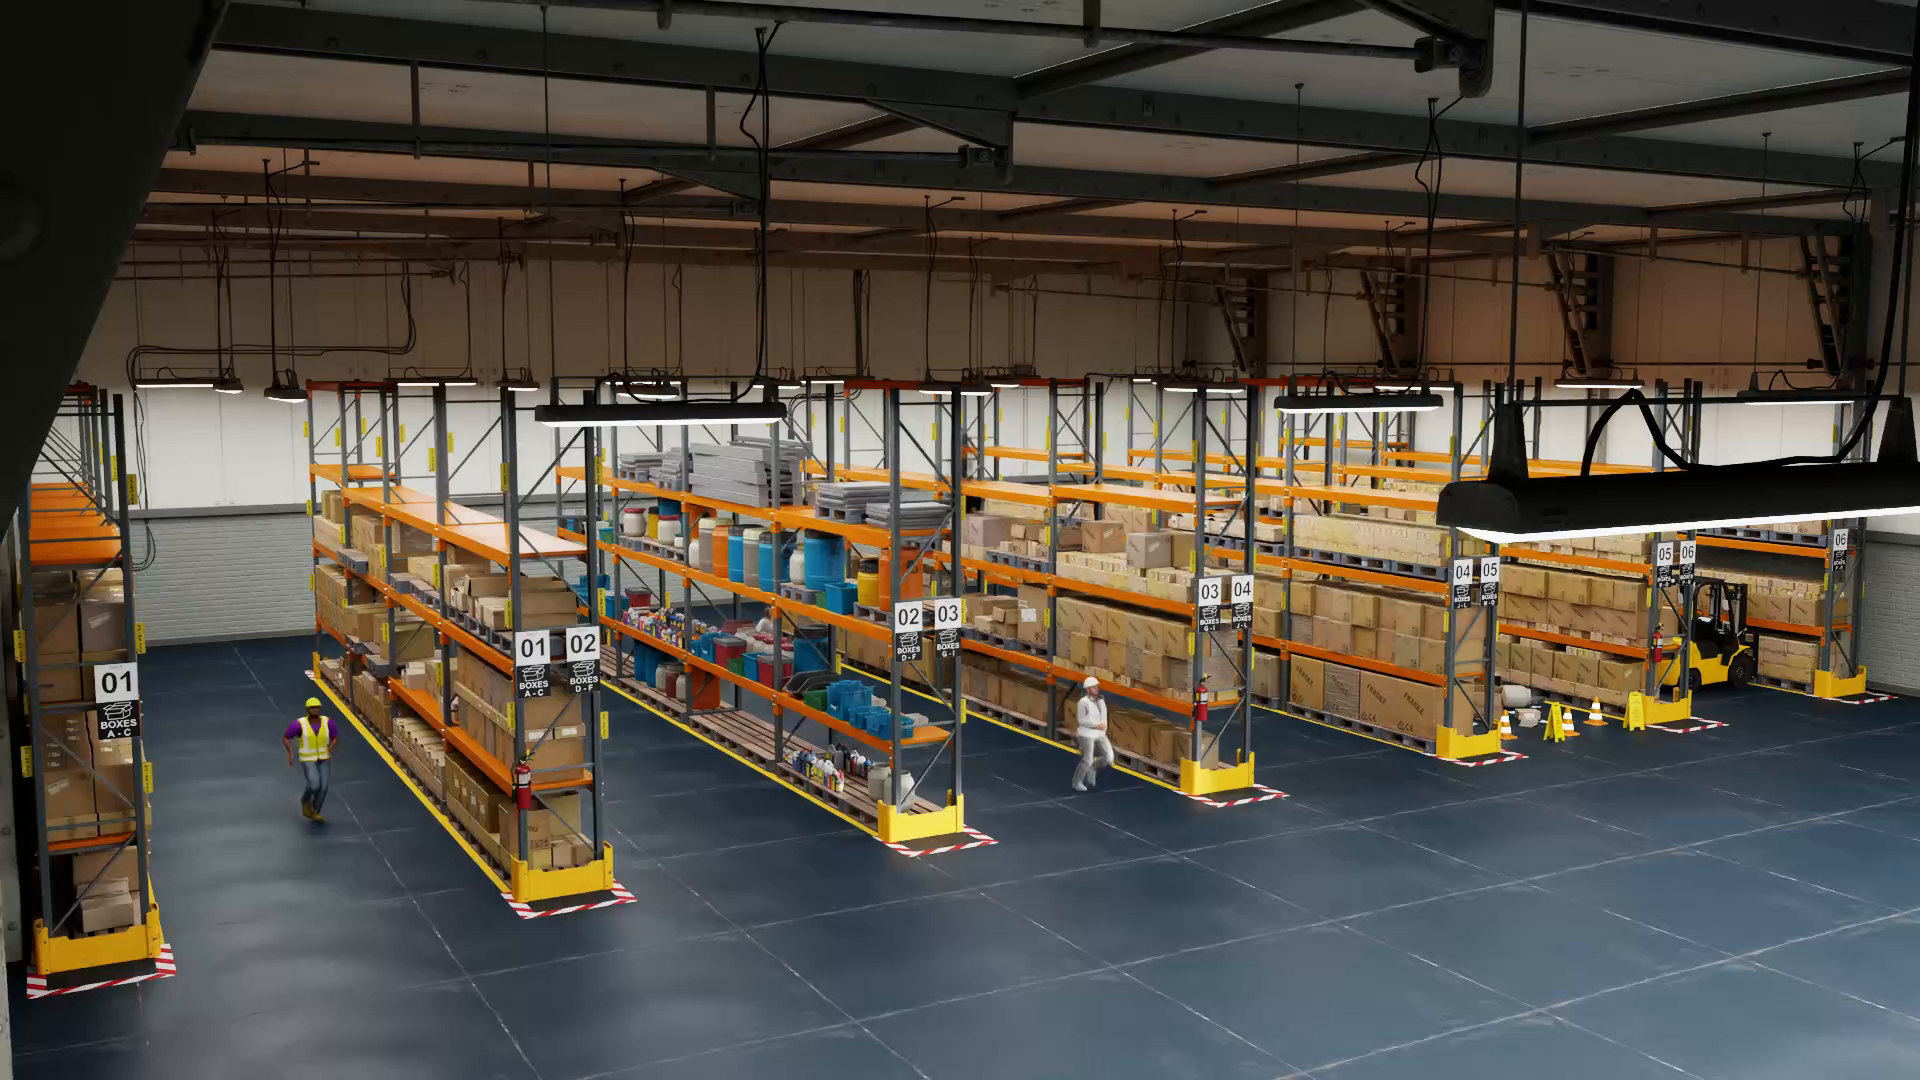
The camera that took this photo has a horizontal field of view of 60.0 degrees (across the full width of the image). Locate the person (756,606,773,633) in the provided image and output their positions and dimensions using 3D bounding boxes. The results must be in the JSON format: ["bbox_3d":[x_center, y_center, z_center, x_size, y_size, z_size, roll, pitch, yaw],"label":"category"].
[{"bbox_3d":[-3.790,2.078,32.944,0.508,1.539,0.512,-5,8,-40],"label":"person"}]

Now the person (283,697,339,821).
[{"bbox_3d":[-8.880,3.032,22.912,0.692,1.724,0.607,-5,8,-39],"label":"person"}]

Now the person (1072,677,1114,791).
[{"bbox_3d":[1.982,2.859,24.486,0.678,1.726,0.756,-5,8,-37],"label":"person"}]
